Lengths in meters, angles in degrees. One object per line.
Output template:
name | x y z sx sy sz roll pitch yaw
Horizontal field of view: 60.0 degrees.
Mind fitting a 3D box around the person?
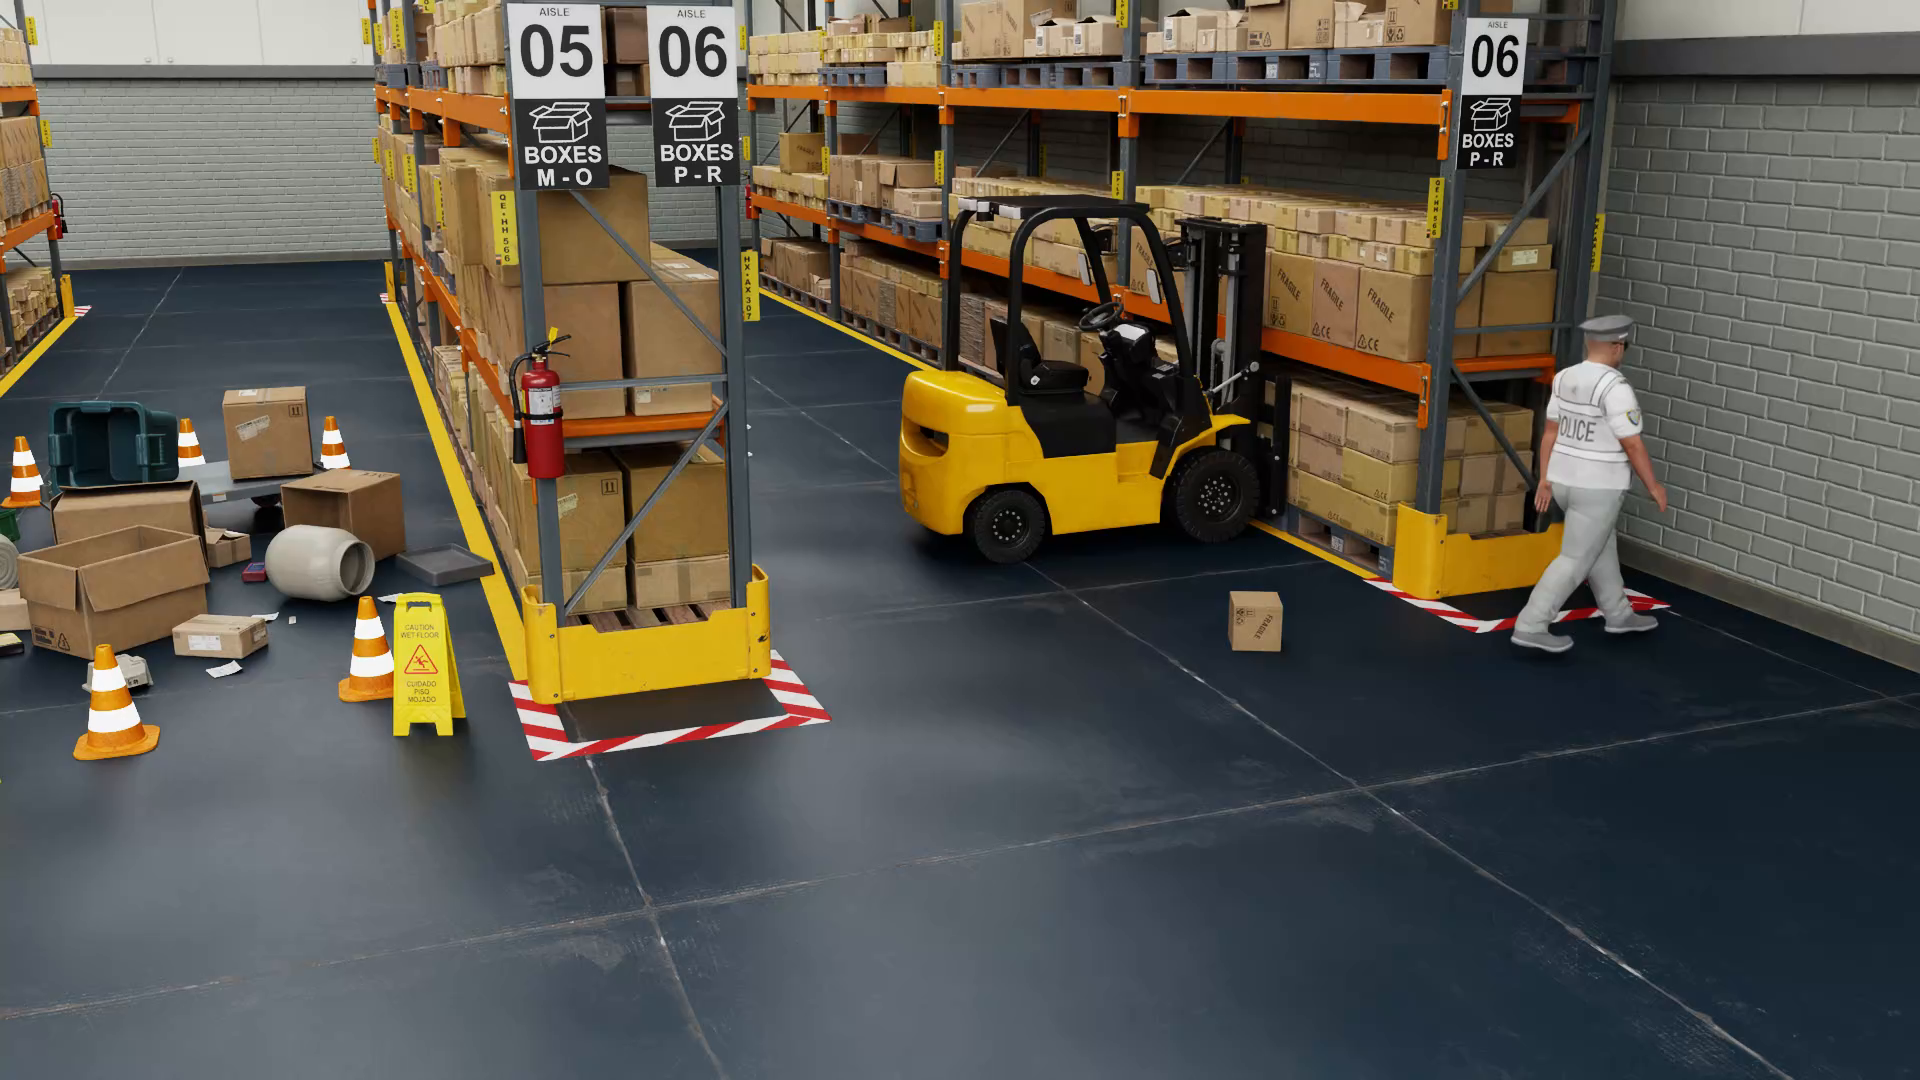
person | 3.299 -0.296 8.529 0.981 1.704 0.554 -4 16 -13
